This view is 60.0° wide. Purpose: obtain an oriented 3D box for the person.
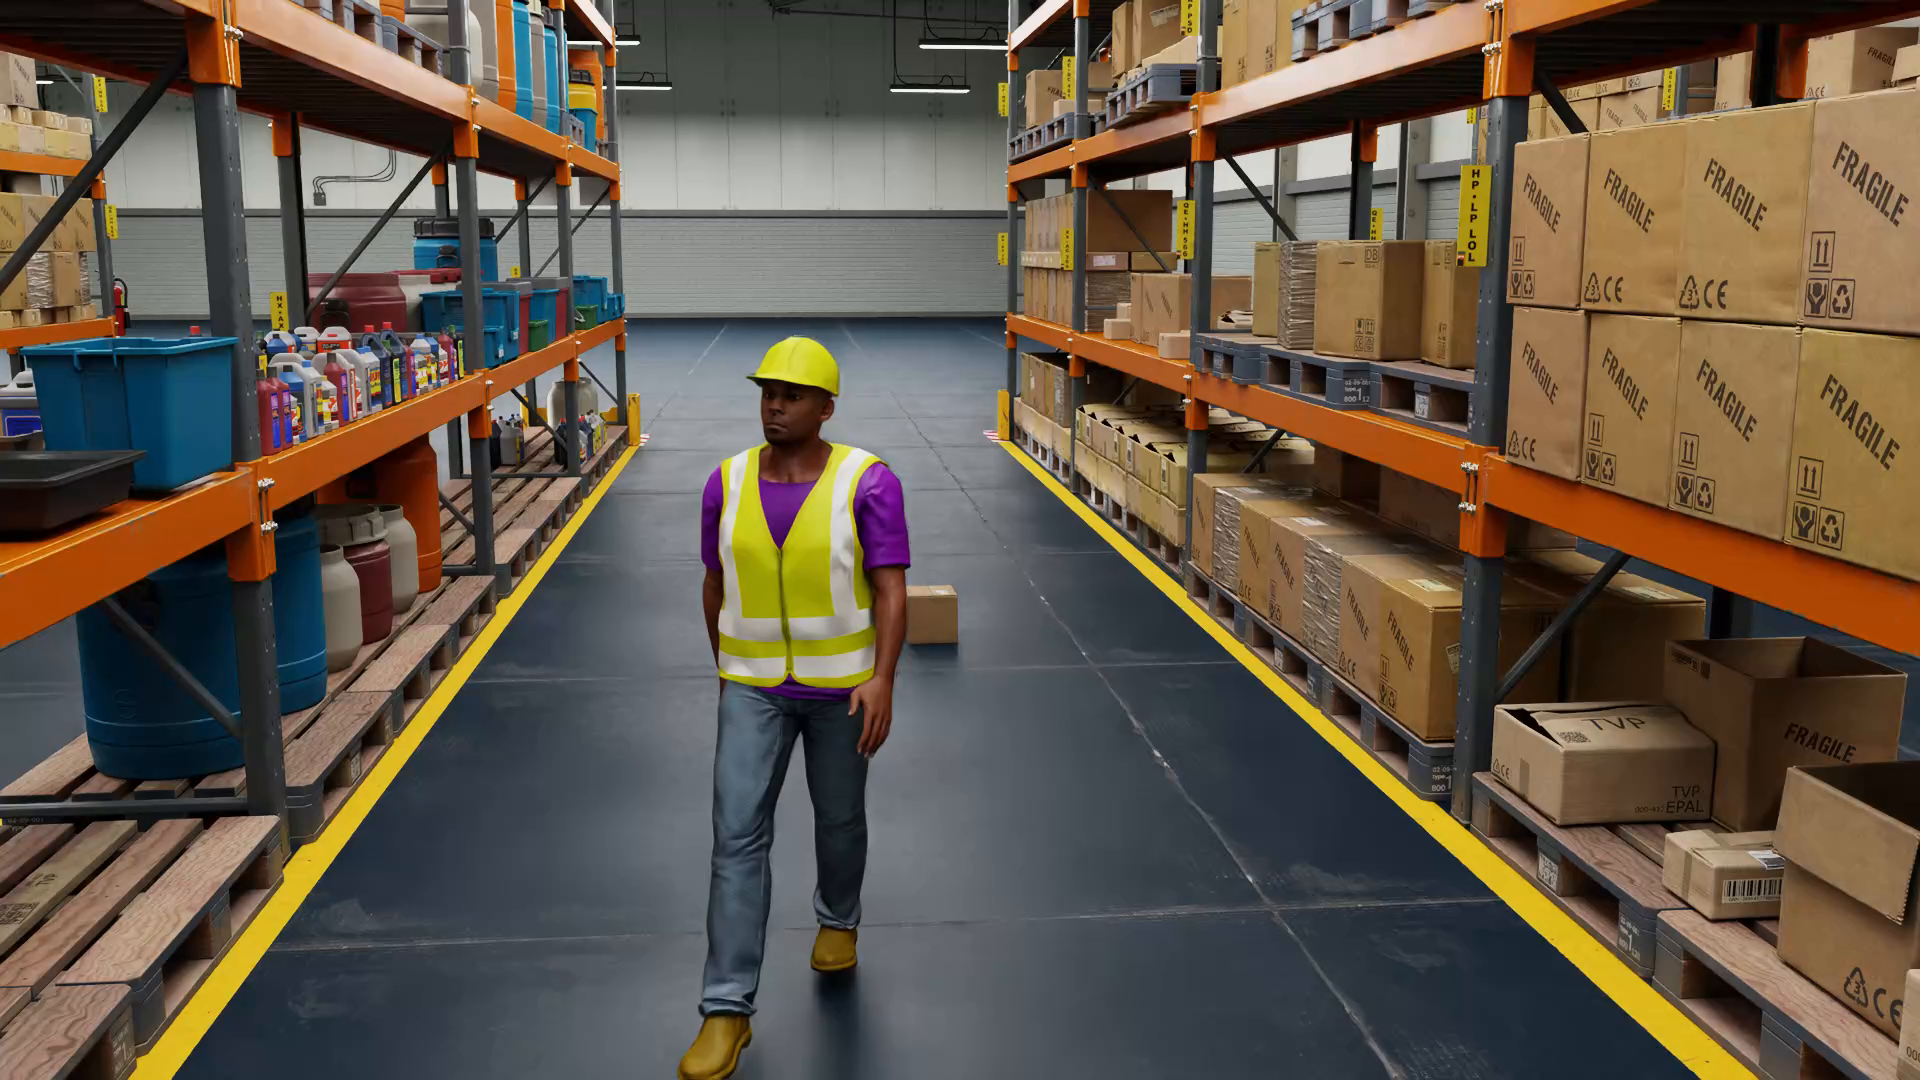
[{"bbox_3d":[-0.413,0.382,4.152,0.567,1.679,0.968,1,10,4],"label":"person"}]
